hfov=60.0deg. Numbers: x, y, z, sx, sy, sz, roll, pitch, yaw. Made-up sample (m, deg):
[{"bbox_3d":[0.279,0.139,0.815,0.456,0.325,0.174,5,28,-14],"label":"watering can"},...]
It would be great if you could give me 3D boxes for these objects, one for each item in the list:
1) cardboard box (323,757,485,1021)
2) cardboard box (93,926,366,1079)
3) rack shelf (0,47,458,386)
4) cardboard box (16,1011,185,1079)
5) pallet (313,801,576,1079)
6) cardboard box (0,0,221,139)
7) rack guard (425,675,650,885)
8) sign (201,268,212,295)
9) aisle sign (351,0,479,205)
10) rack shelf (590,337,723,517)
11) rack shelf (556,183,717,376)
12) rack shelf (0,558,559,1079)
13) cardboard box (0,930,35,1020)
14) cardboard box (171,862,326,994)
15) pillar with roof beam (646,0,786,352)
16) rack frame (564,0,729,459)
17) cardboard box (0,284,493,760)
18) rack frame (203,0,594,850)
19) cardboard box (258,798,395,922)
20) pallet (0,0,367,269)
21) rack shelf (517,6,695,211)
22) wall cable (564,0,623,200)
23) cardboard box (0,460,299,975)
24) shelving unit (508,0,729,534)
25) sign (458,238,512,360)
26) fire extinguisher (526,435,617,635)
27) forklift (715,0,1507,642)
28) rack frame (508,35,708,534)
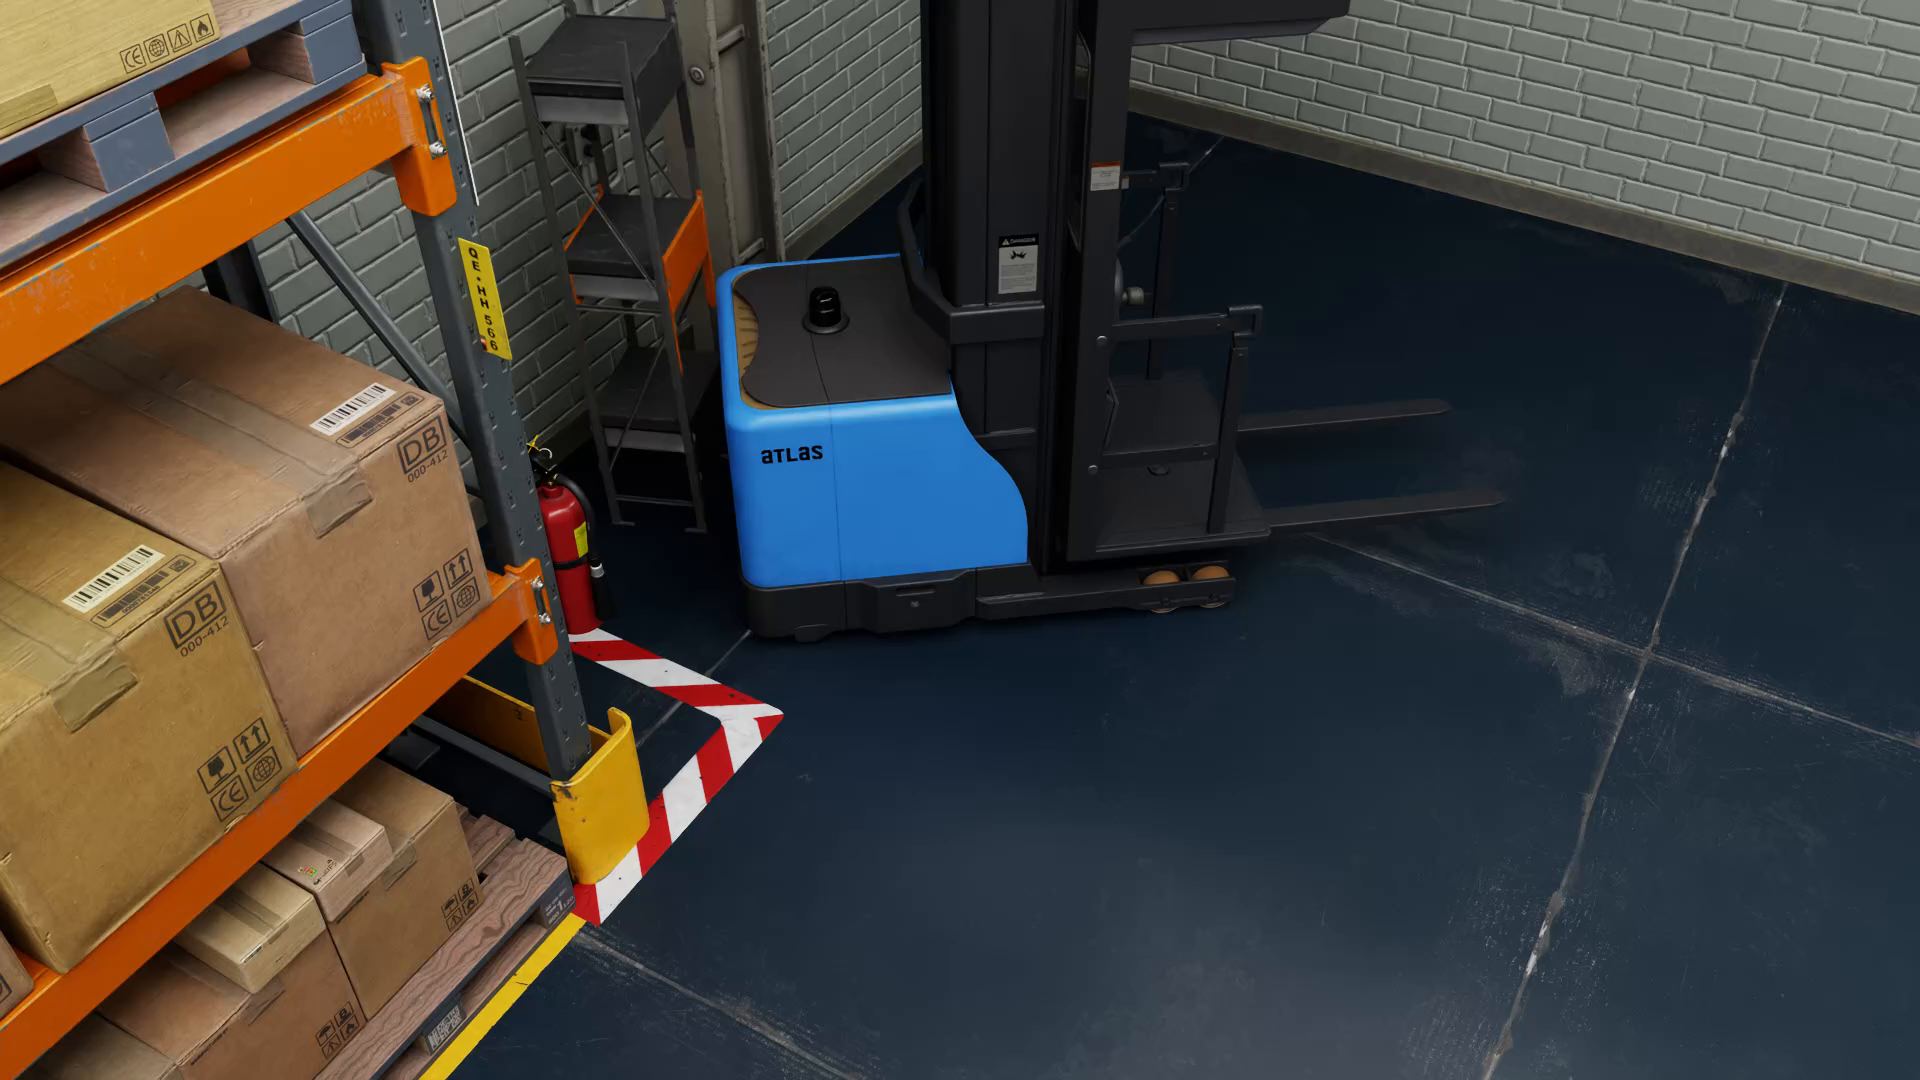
[{"bbox_3d":[-1.897,0.960,4.964,0.700,0.500,0.500,21,45,22],"label":"cardboard box"},{"bbox_3d":[-2.148,1.246,4.639,0.700,0.500,0.500,21,45,22],"label":"cardboard box"},{"bbox_3d":[-2.634,0.034,2.716,1.077,0.370,4.000,21,45,22],"label":"rack shelf"},{"bbox_3d":[-2.399,1.534,4.312,0.700,0.500,0.500,19,45,21],"label":"cardboard box"},{"bbox_3d":[-1.966,1.276,5.142,1.003,0.211,1.213,21,45,22],"label":"pallet"},{"bbox_3d":[-1.770,-1.012,3.080,0.500,0.250,0.500,22,46,23],"label":"cardboard box"},{"bbox_3d":[-1.621,0.670,5.611,1.175,0.500,0.348,21,45,22],"label":"rack guard"},{"bbox_3d":[-2.111,-0.796,4.669,0.100,0.325,0.005,21,45,22],"label":"sign"},{"bbox_3d":[-1.338,-1.172,3.844,0.394,0.787,0.004,21,45,22],"label":"aisle sign"},{"bbox_3d":[-1.192,-0.461,6.754,0.431,0.518,0.480,5,42,8],"label":"rack shelf"},{"bbox_3d":[-1.211,-0.988,6.295,0.431,0.518,0.480,5,42,8],"label":"rack shelf"},{"bbox_3d":[-2.634,1.160,3.707,1.077,0.370,4.000,21,45,22],"label":"rack shelf"},{"bbox_3d":[-2.624,0.781,3.366,0.980,0.700,0.700,19,45,20],"label":"cardboard box"},{"bbox_3d":[-1.931,0.997,4.432,0.380,0.149,0.250,22,46,23],"label":"cardboard box"},{"bbox_3d":[2.696,-2.913,3.249,9.100,9.000,0.400,21,45,22],"label":"pillar with roof beam"},{"bbox_3d":[-1.169,-1.157,6.466,0.400,2.100,0.015,5,42,8],"label":"rack frame"},{"bbox_3d":[-1.880,-0.072,4.335,0.980,0.700,0.700,23,46,24],"label":"cardboard box"},{"bbox_3d":[-1.633,-0.254,4.769,1.000,3.000,0.127,21,45,22],"label":"rack frame"},{"bbox_3d":[-1.804,0.850,4.598,0.380,0.149,0.250,20,45,22],"label":"cardboard box"},{"bbox_3d":[-1.996,-0.919,3.321,1.003,0.211,1.213,21,45,22],"label":"pallet"},{"bbox_3d":[-1.230,-1.516,5.835,0.431,0.518,0.480,5,42,8],"label":"rack shelf"},{"bbox_3d":[-1.812,-1.681,5.621,0.084,1.984,1.851,21,45,22],"label":"wall cable"},{"bbox_3d":[-2.234,0.348,3.858,0.980,0.700,0.700,21,45,22],"label":"cardboard box"},{"bbox_3d":[-1.212,-0.998,6.286,0.431,2.100,0.503,5,42,8],"label":"shelving unit"},{"bbox_3d":[-1.171,-0.590,4.095,0.100,0.325,0.005,21,45,22],"label":"sign"},{"bbox_3d":[-1.158,-0.019,4.843,0.296,0.674,0.183,21,45,22],"label":"fire extinguisher"},{"bbox_3d":[0.622,-1.160,5.850,3.031,2.935,1.130,-6,42,-6],"label":"forklift"},{"bbox_3d":[-1.254,-0.840,6.105,0.400,2.100,0.015,5,42,8],"label":"rack frame"}]
